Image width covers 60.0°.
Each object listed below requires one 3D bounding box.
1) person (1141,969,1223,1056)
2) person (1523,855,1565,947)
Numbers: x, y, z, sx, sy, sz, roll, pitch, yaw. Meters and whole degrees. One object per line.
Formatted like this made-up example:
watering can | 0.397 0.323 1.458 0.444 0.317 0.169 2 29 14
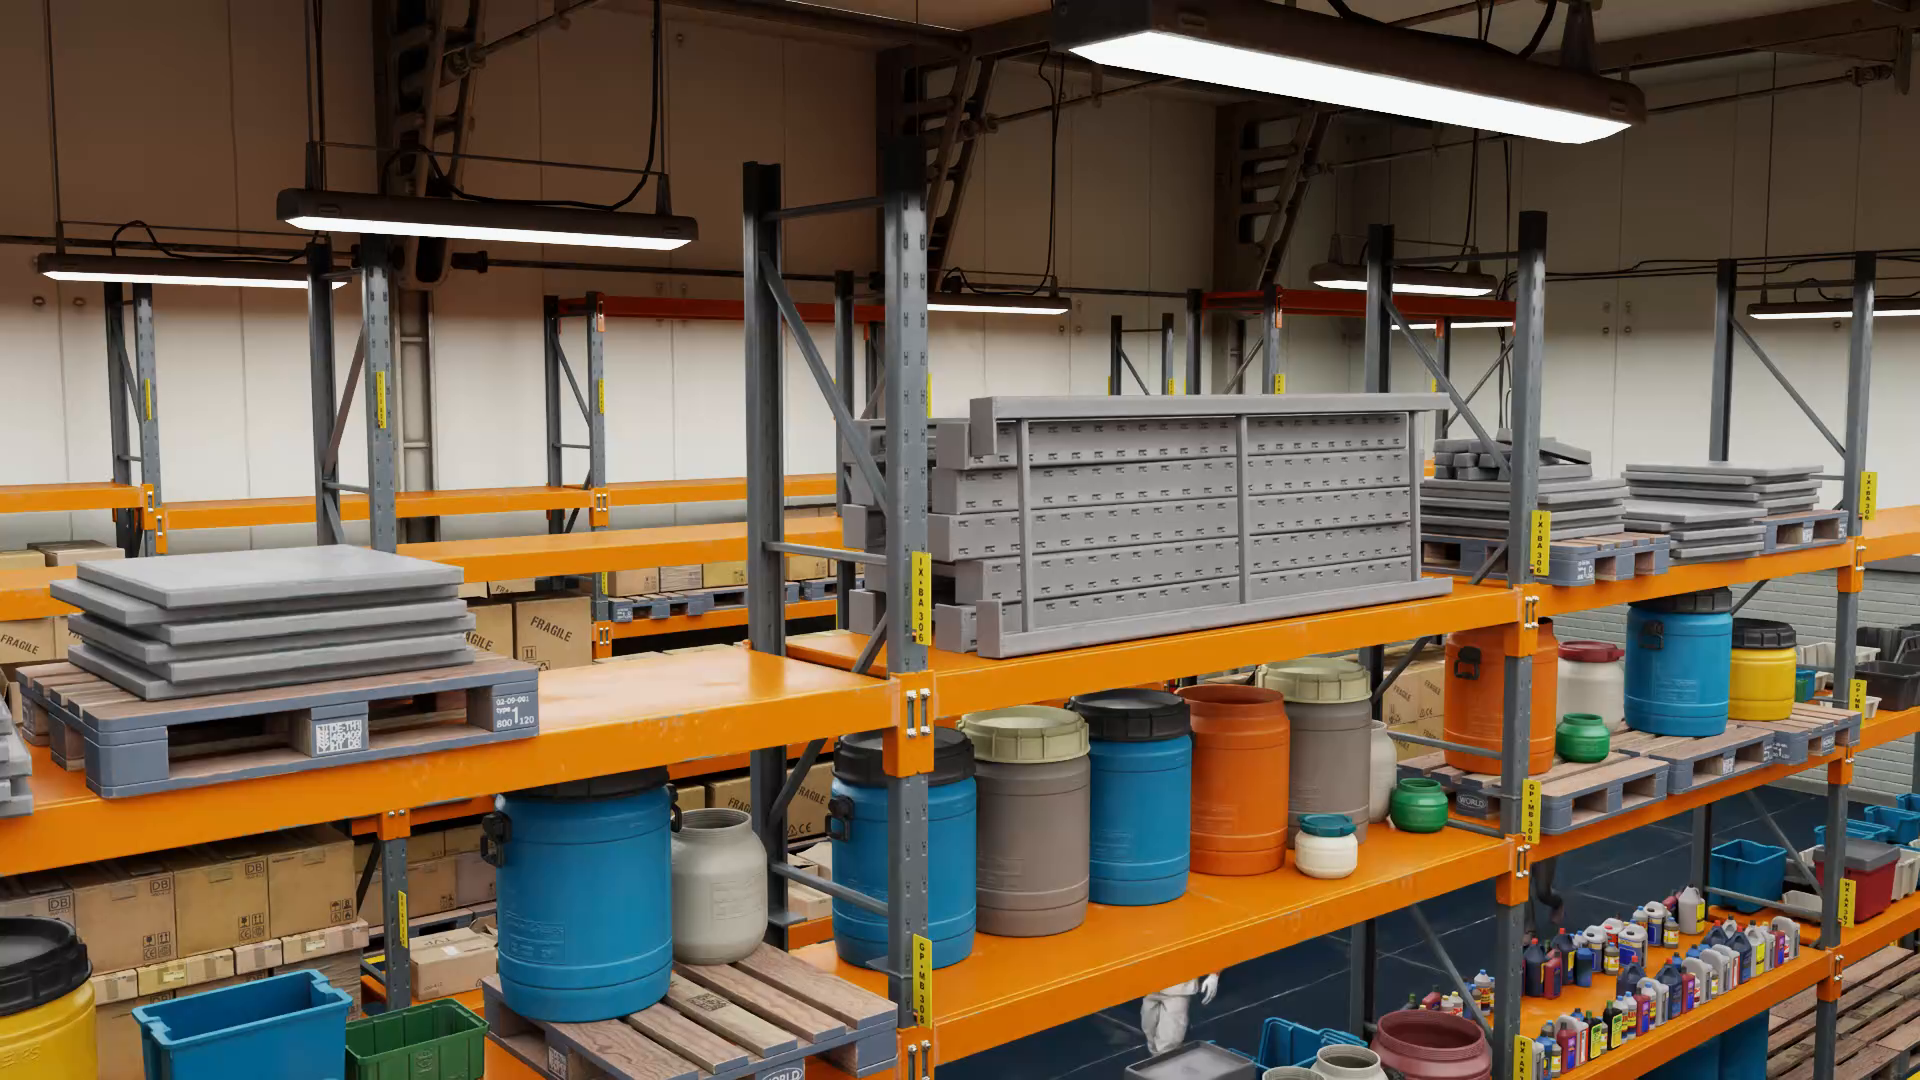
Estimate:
person | 1.436 3.170 11.603 0.667 1.760 0.620 5 8 43
person | 5.330 2.882 15.370 0.591 1.634 0.705 5 8 43
